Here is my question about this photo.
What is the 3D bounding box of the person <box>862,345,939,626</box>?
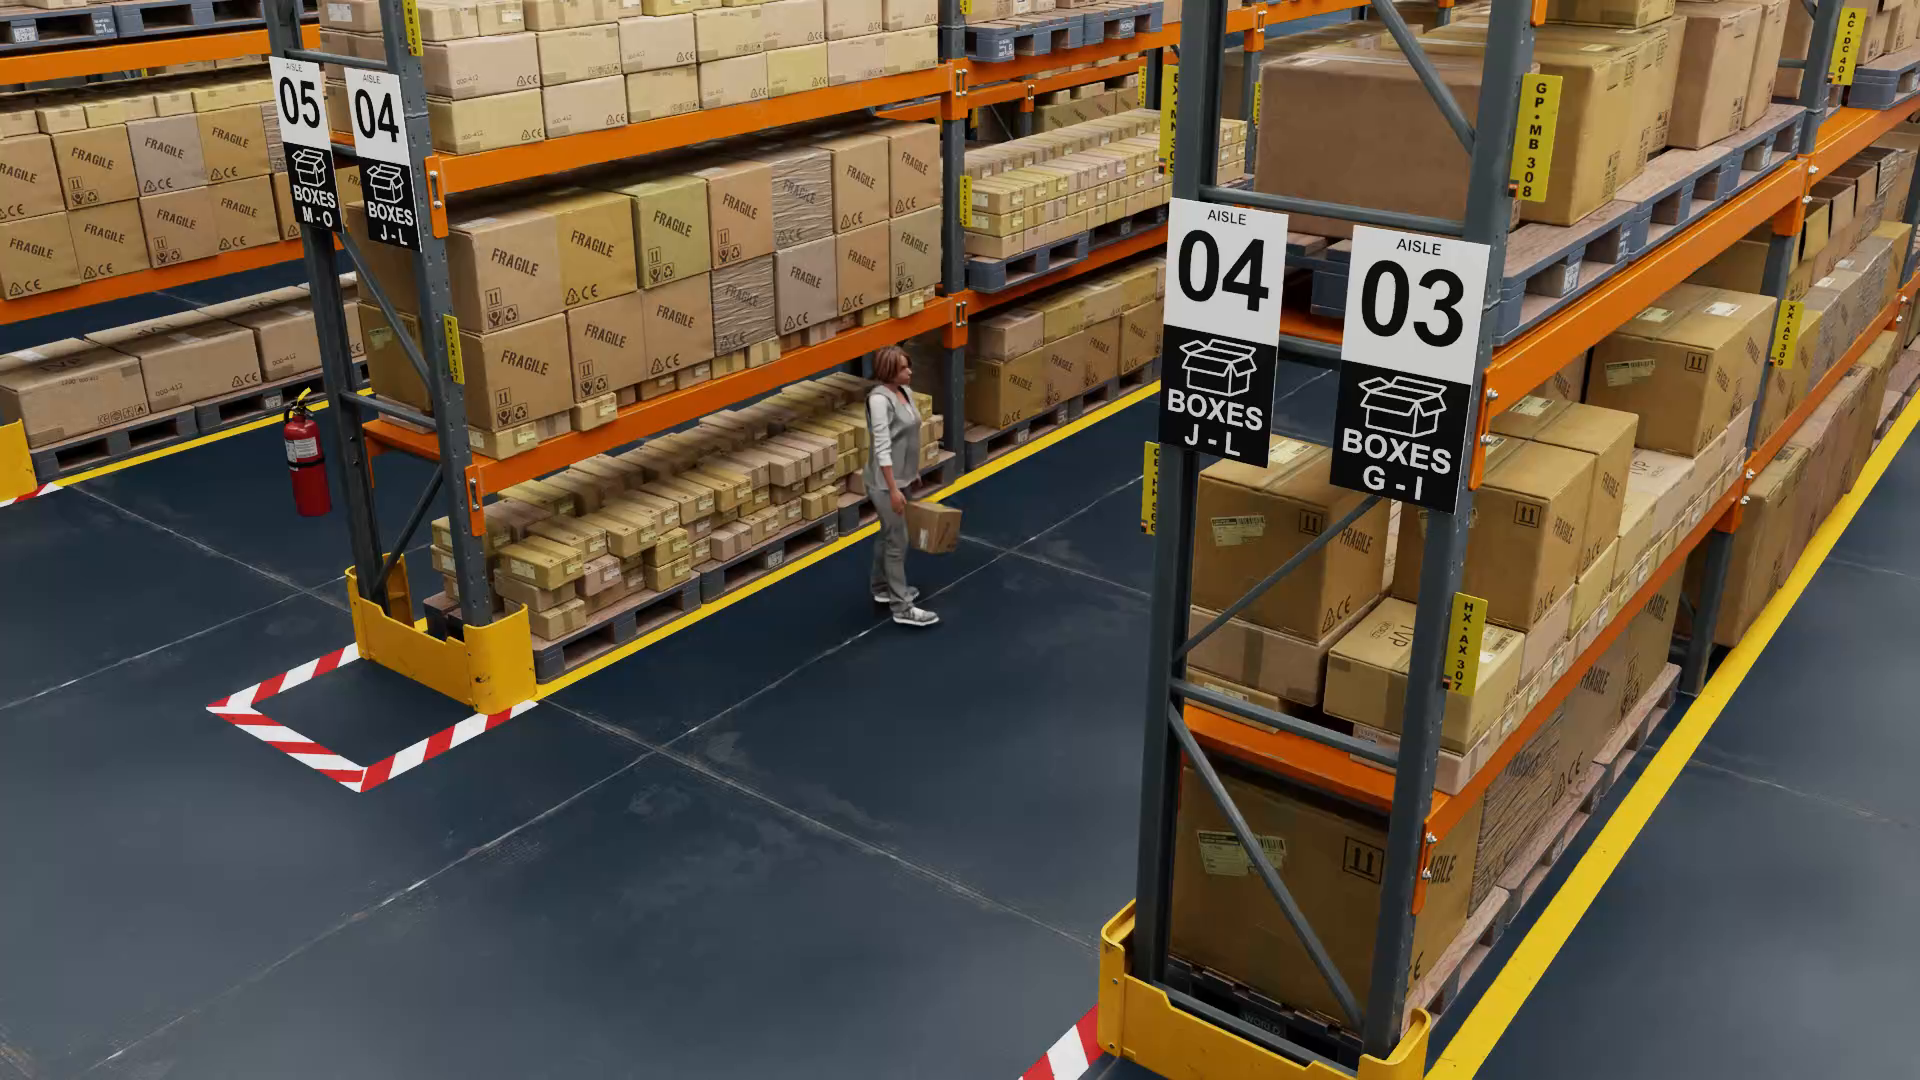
[{"bbox_3d":[-0.313,-0.313,9.262,0.490,1.603,0.487,8,25,17],"label":"person"}]
